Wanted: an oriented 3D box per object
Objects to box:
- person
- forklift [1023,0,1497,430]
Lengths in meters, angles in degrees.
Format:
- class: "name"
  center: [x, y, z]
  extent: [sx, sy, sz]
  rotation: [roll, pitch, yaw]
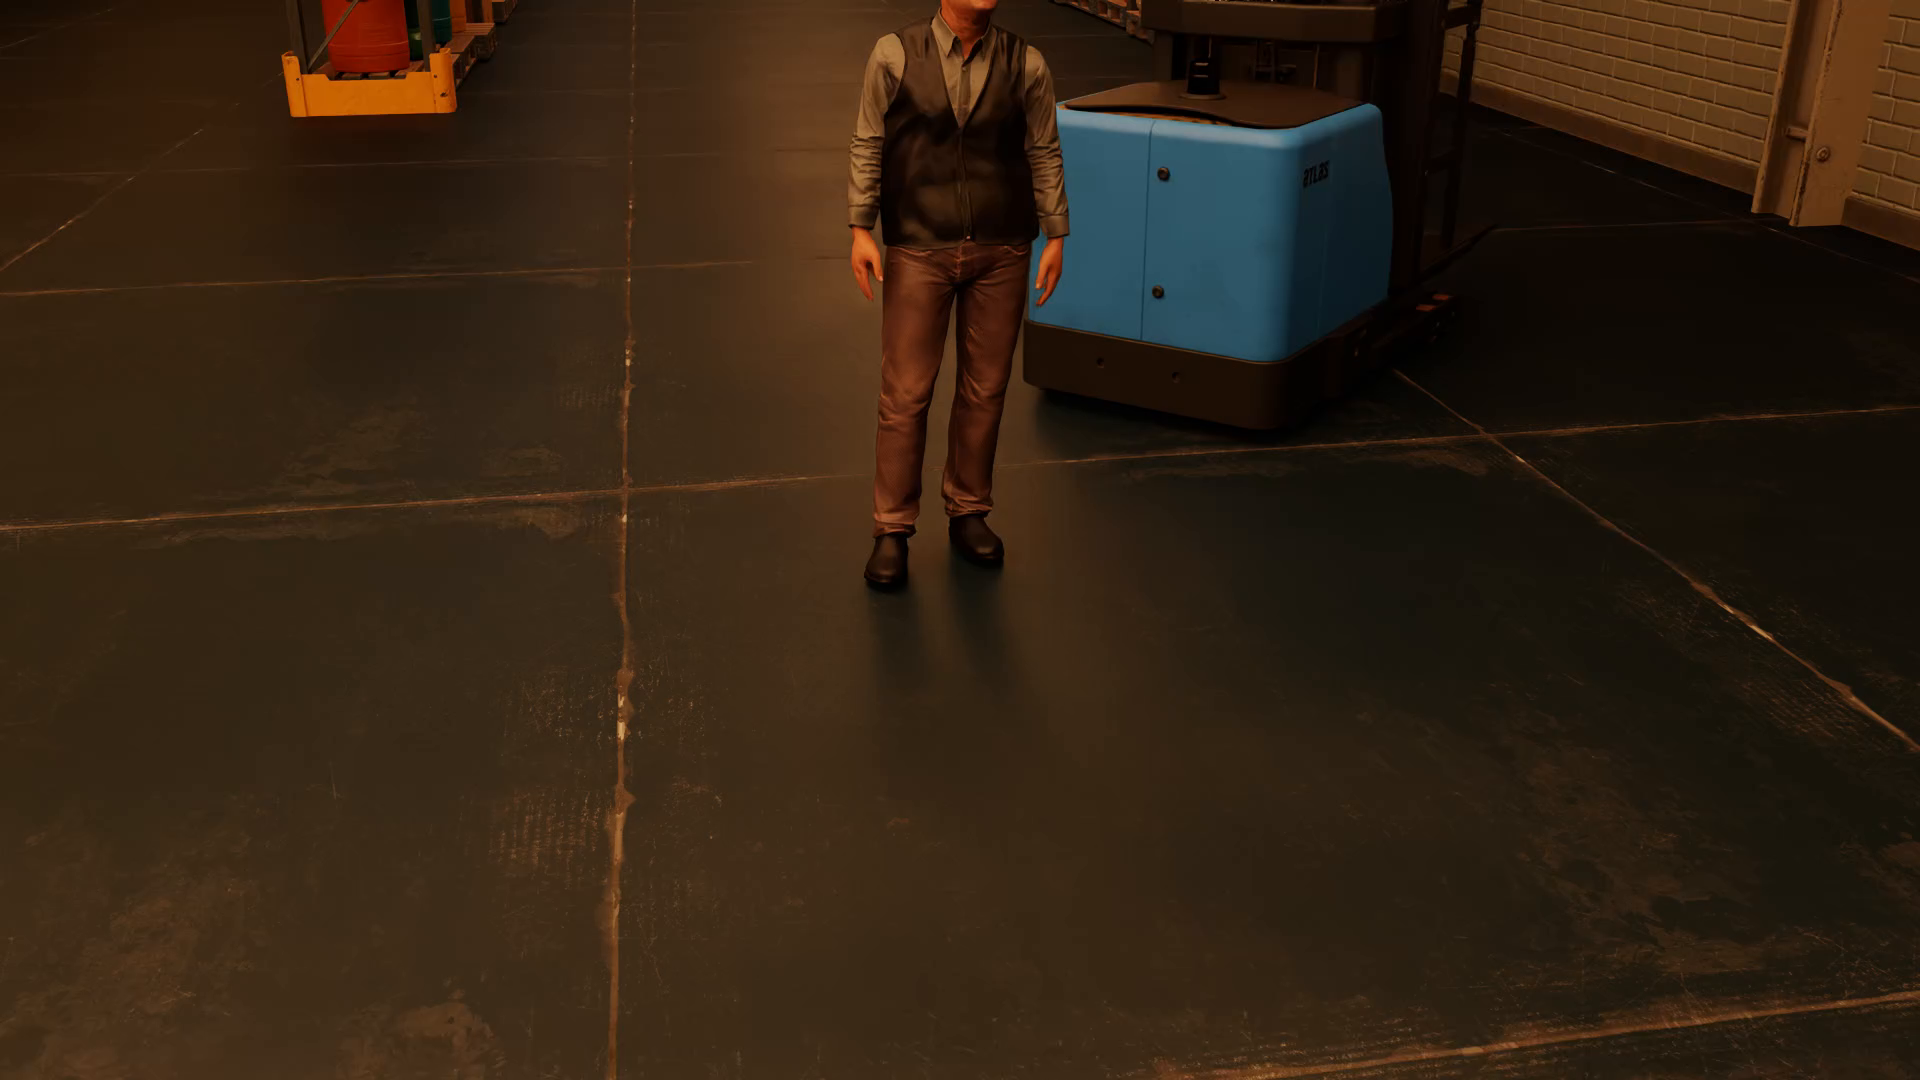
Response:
- class: "person"
  center: [0.004, -0.772, 4.625]
  extent: [0.633, 1.722, 0.566]
  rotation: [-4, 24, -9]
- class: "forklift"
  center: [1.472, -2.255, 6.557]
  extent: [1.130, 2.935, 3.031]
  rotation: [15, 27, 31]
